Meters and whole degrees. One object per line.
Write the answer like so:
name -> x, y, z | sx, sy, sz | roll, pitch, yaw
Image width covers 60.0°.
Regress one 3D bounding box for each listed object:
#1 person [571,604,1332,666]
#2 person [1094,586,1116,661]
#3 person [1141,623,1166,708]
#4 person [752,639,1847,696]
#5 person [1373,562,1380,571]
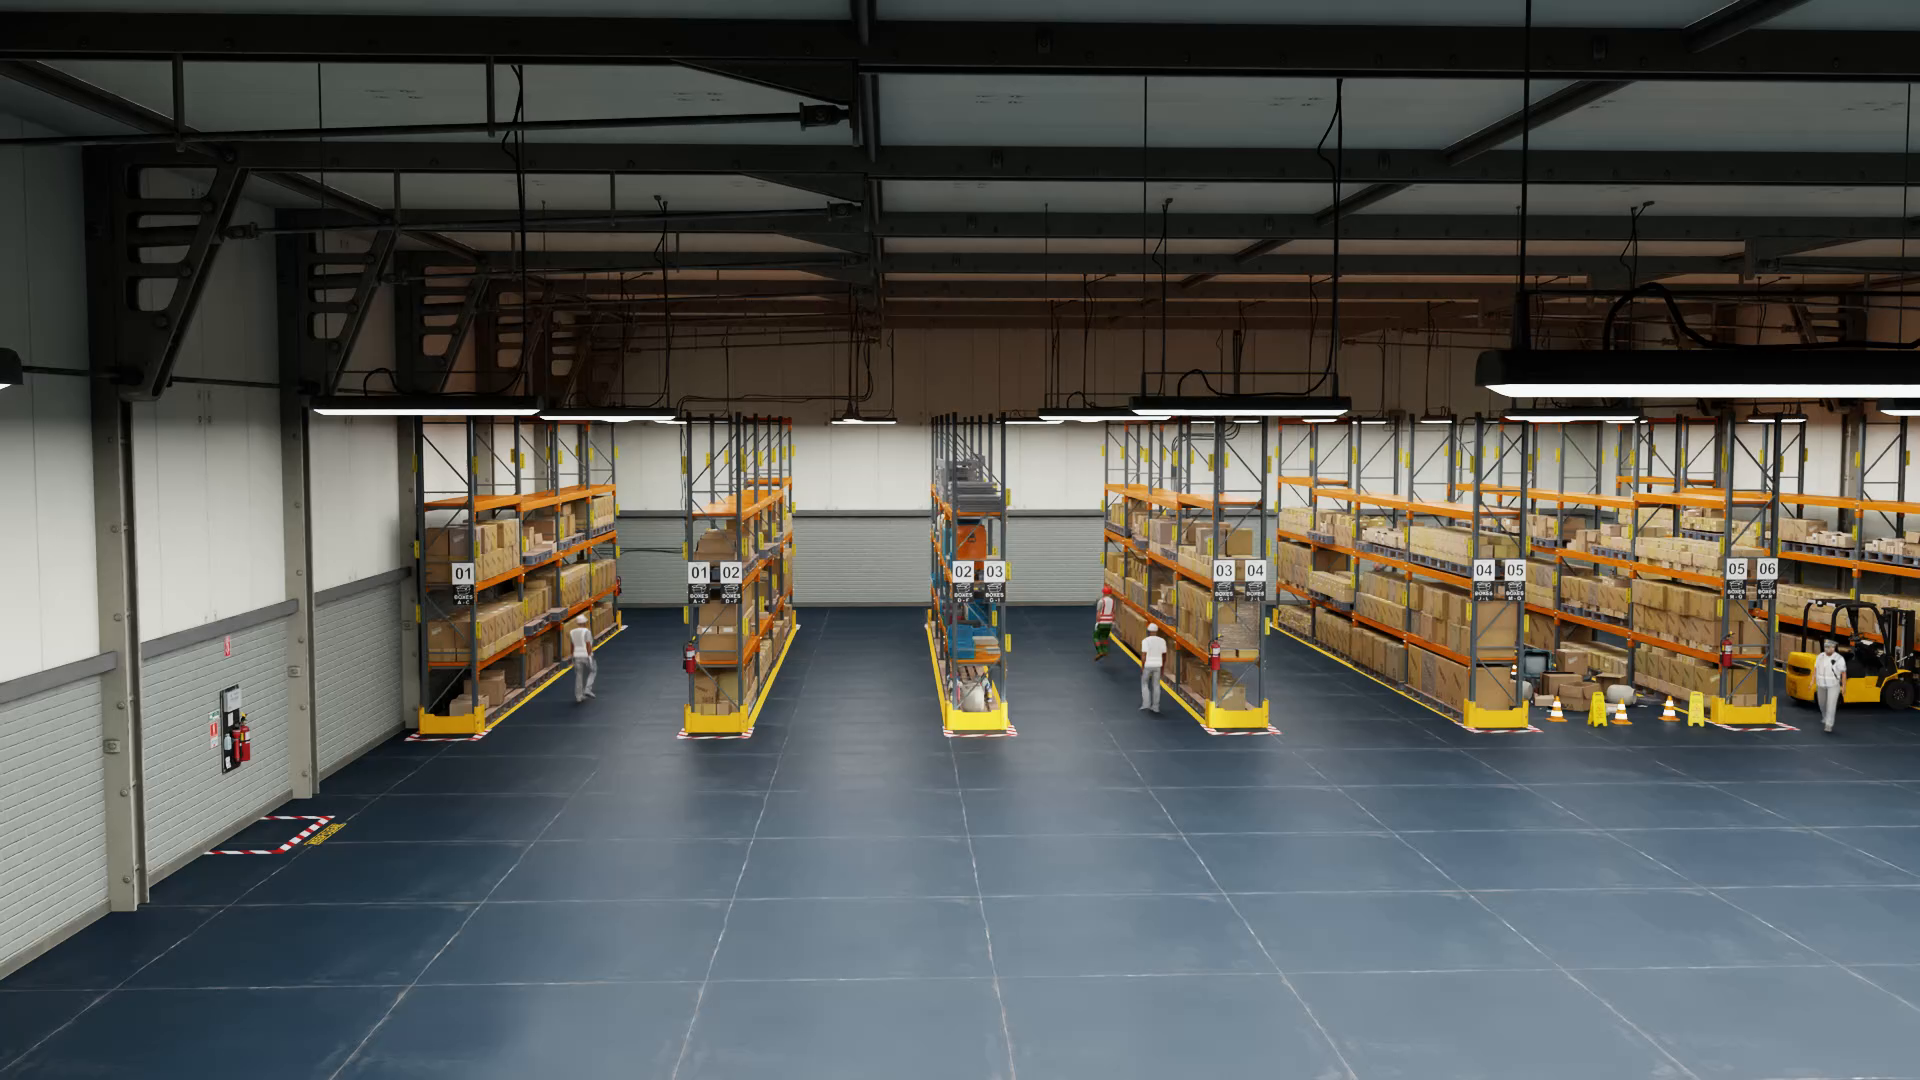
person -> 5.013, 1.833, 44.130 | 22.196, 1.793, 23.840 | 1, 4, 11
person -> 3.446, 1.984, 39.487 | 0.556, 1.760, 0.418 | -1, 4, -12
person -> 3.898, 2.522, 33.477 | 0.588, 1.676, 0.555 | -1, 4, -11
person -> 5.844, 2.319, 34.006 | 20.184, 1.275, 9.878 | 3, 5, 40
person -> 12.433, 1.466, 49.461 | 0.879, 1.755, 0.541 | 0, 4, -7
